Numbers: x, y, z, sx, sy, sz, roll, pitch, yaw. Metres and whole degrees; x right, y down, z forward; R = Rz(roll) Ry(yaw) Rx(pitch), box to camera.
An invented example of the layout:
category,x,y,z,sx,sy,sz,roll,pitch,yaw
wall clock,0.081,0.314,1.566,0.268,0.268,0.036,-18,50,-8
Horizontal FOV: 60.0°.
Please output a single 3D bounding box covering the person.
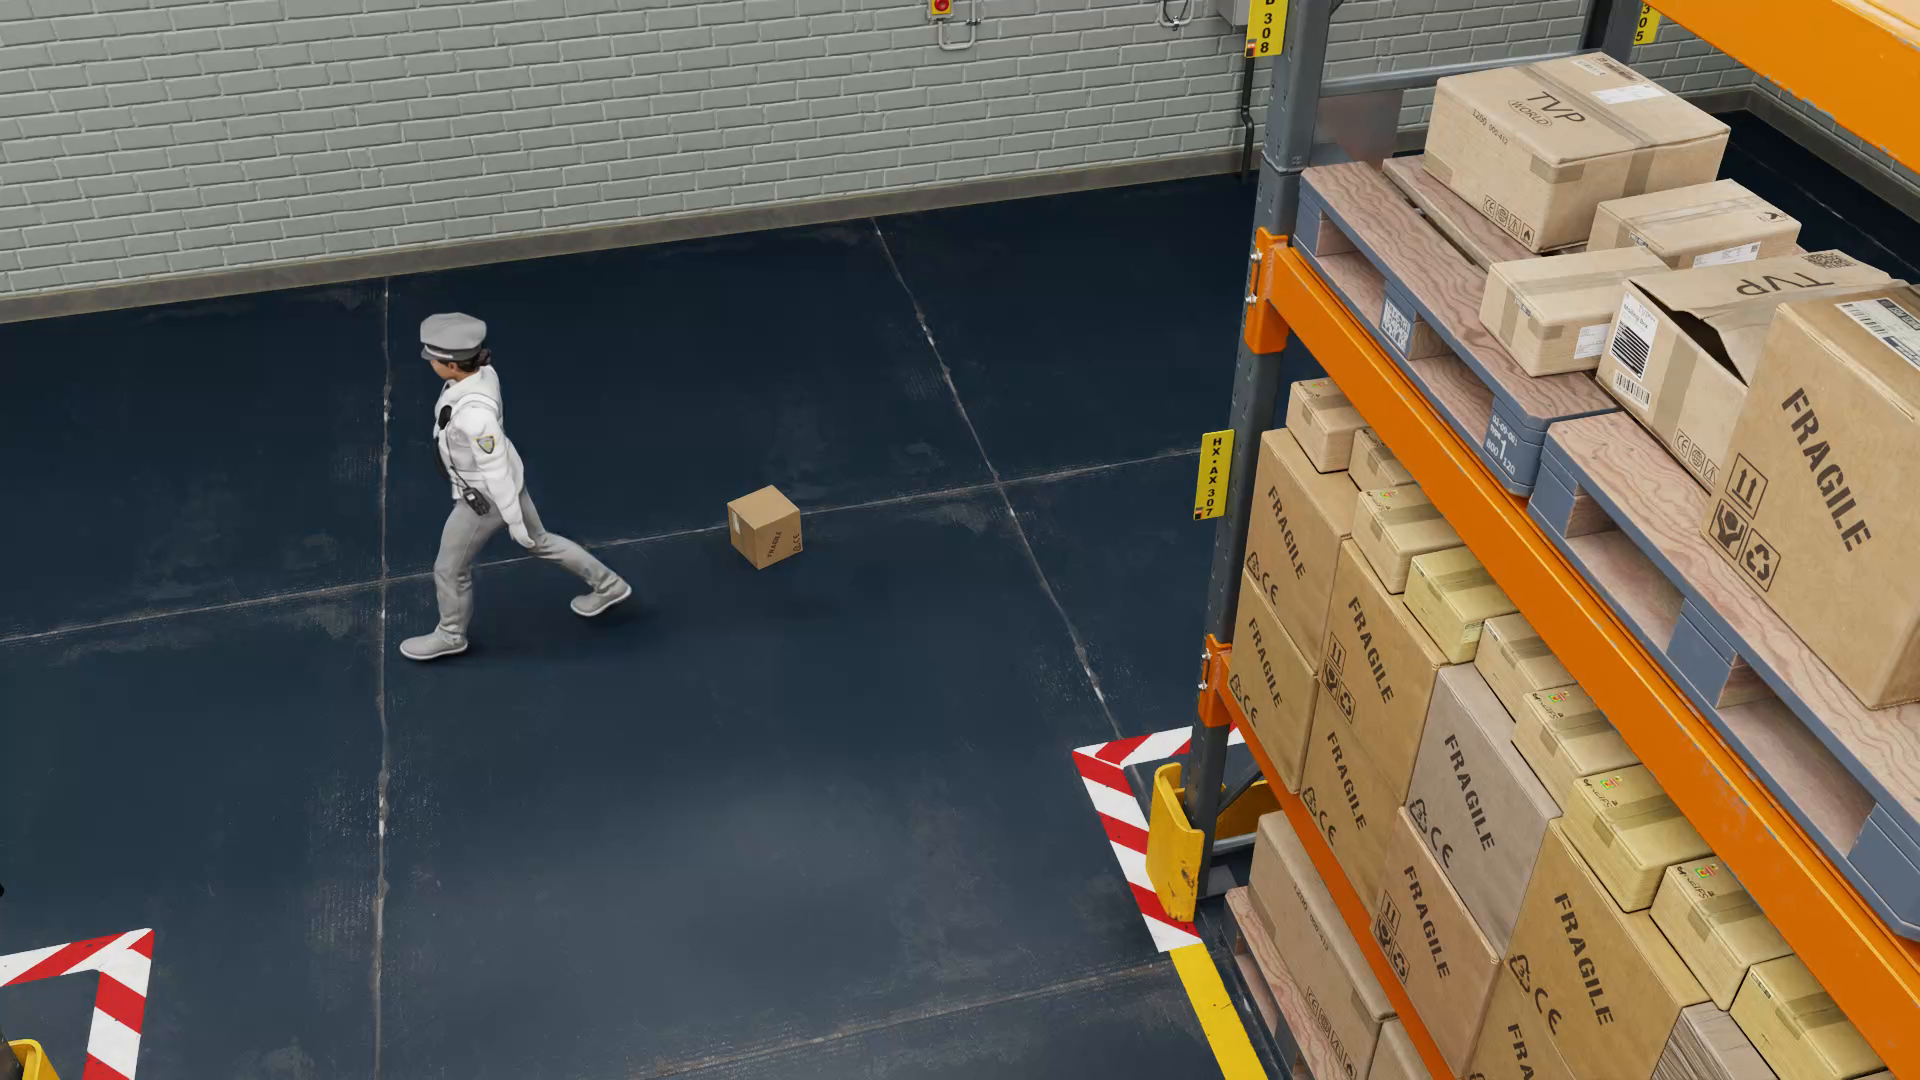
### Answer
category,x,y,z,sx,sy,sz,roll,pitch,yaw
person,-1.979,-0.228,7.000,1.016,1.617,0.526,-5,39,-6
